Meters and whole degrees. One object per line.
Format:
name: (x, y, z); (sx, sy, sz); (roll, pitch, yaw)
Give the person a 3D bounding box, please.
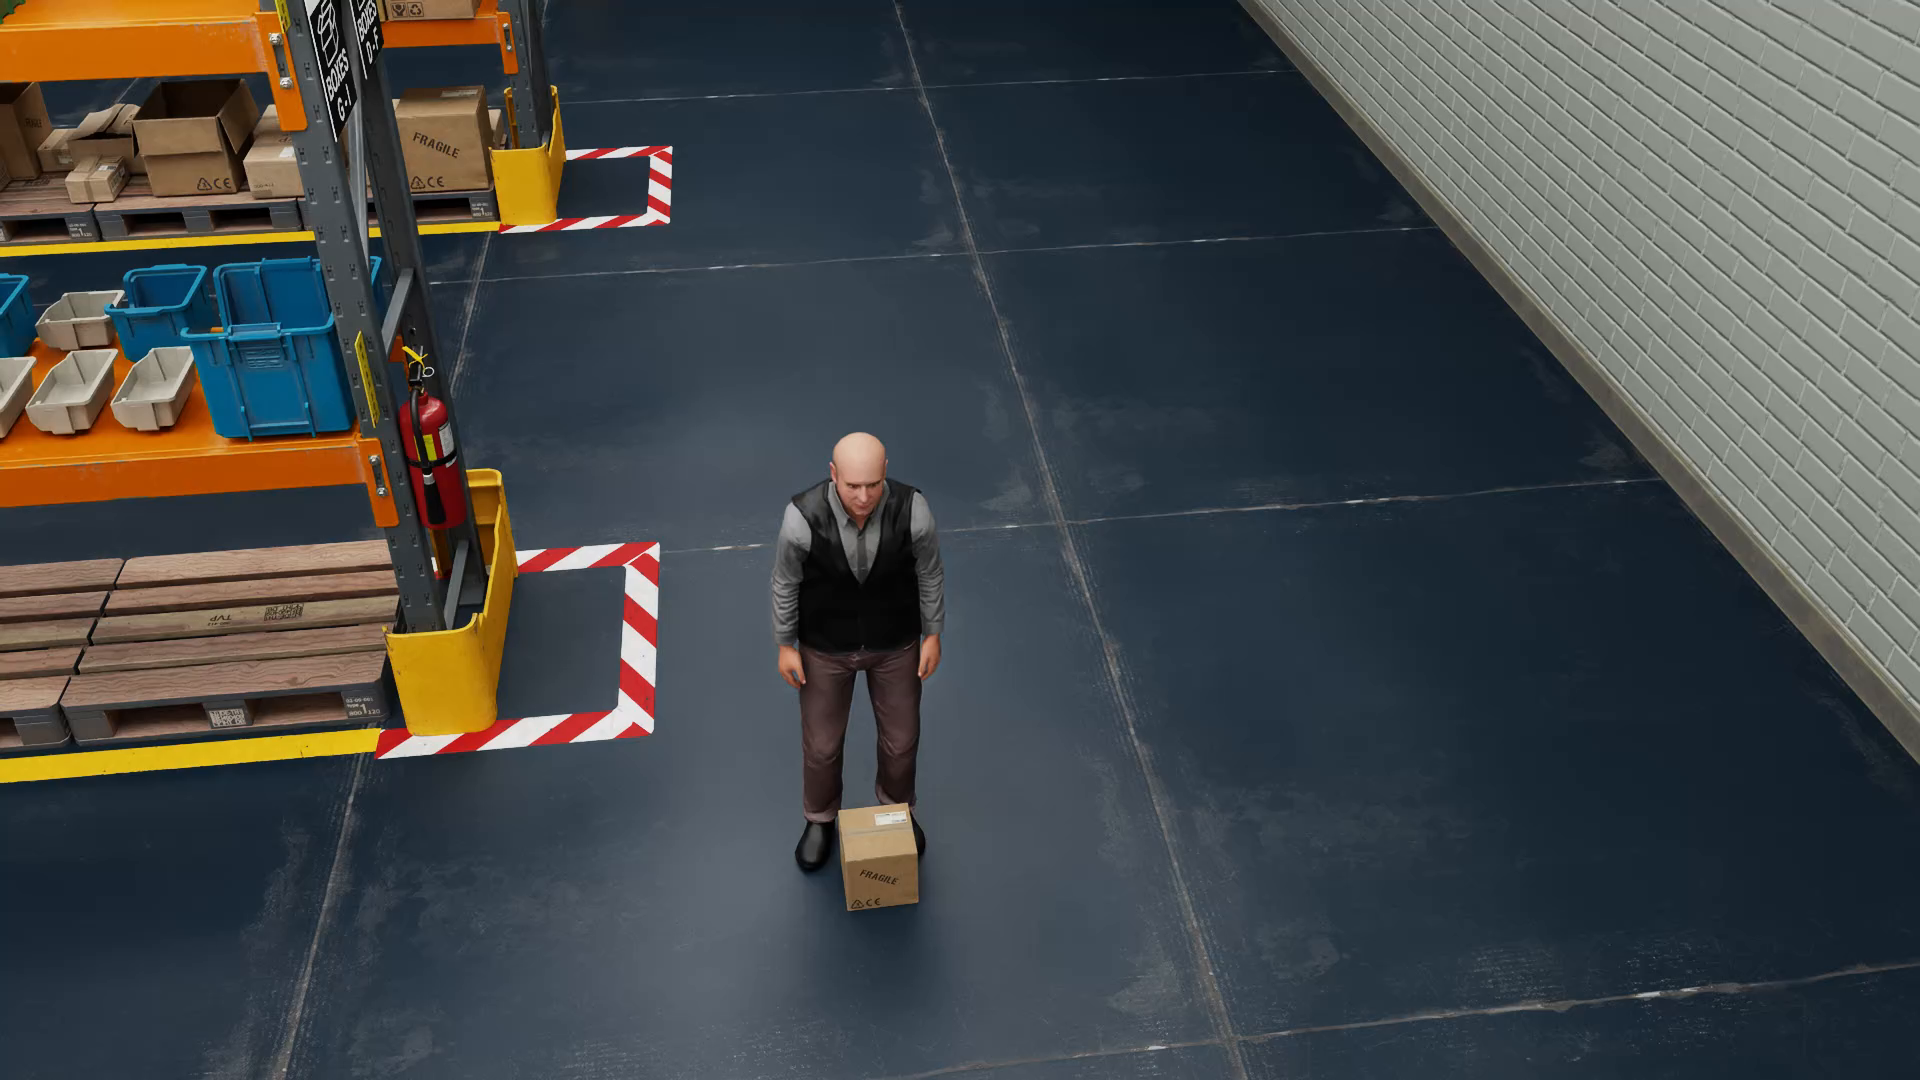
person: (-0.340, 0.350, 5.658); (0.579, 1.720, 0.420); (-5, 35, -7)
